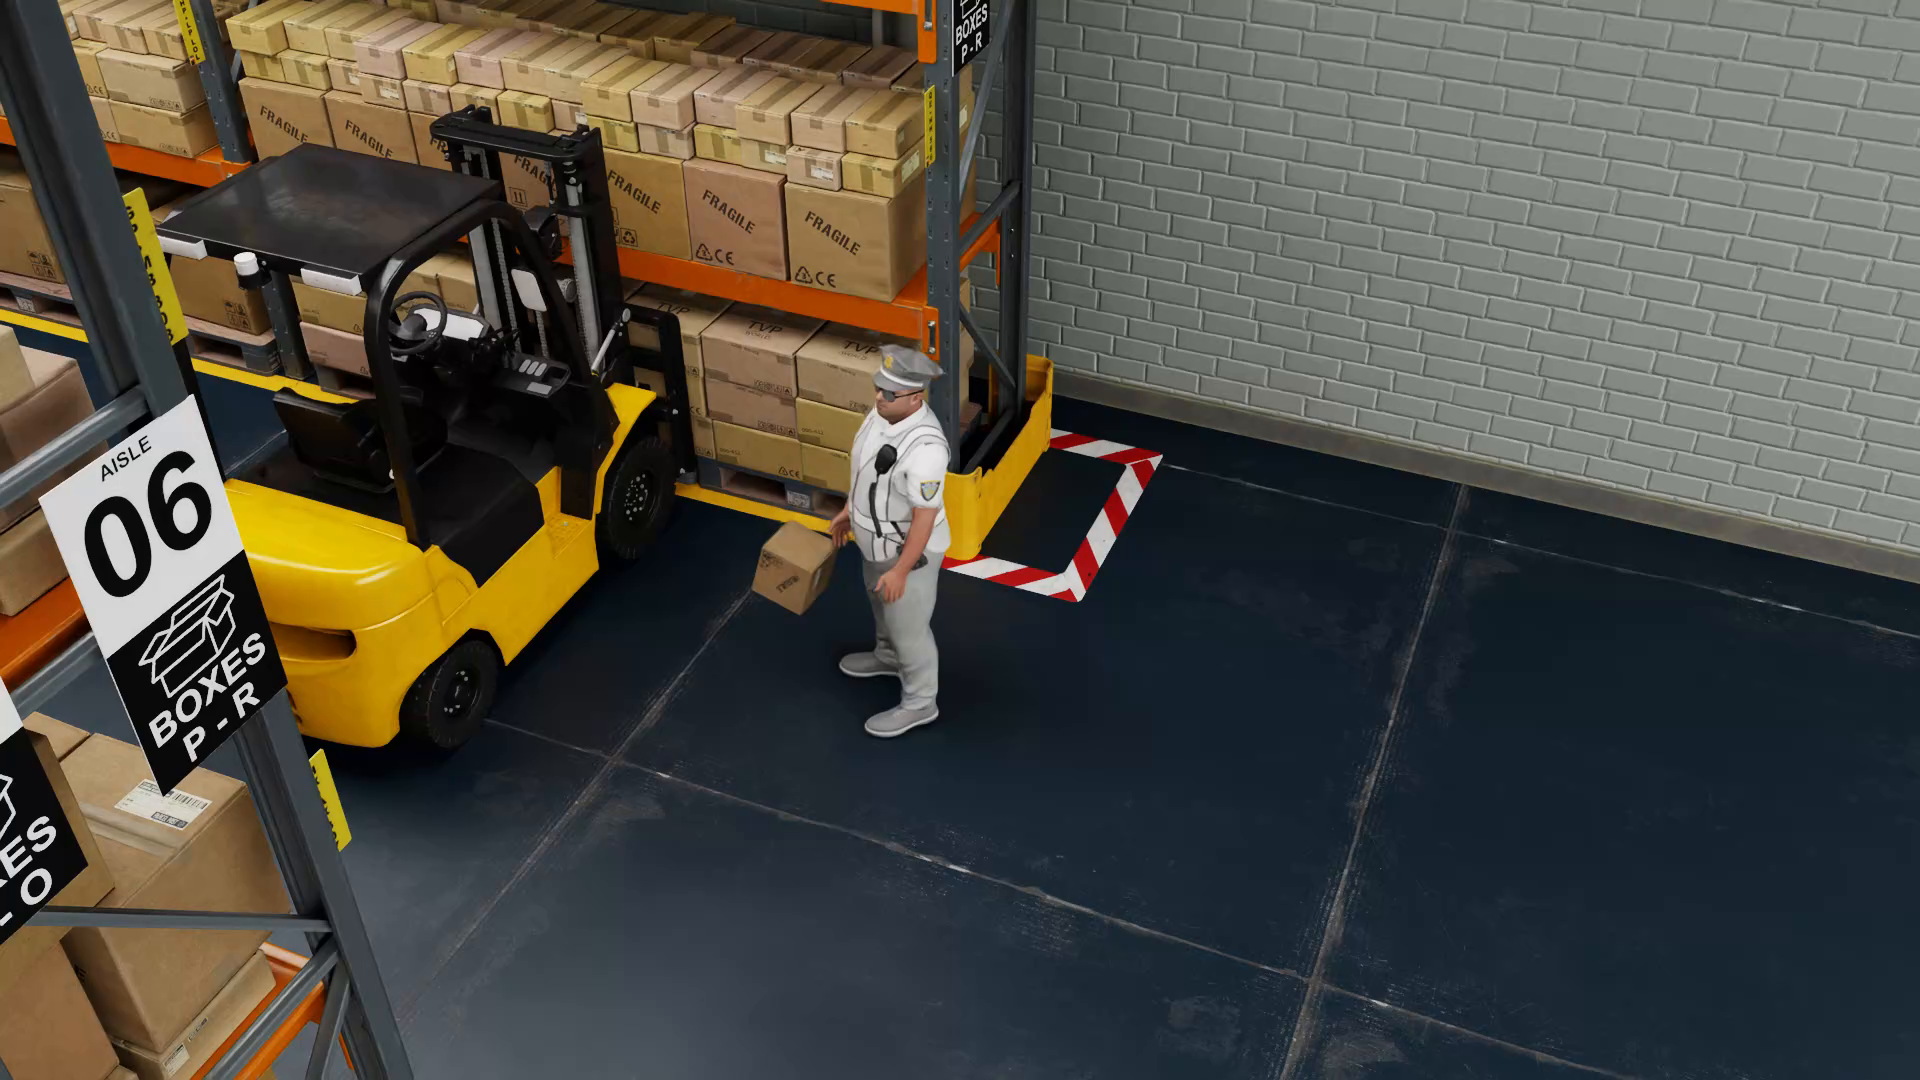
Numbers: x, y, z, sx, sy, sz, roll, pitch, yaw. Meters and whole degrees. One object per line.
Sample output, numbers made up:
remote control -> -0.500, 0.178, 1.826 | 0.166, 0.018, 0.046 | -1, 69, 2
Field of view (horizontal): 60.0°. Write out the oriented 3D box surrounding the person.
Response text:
person -> -0.288, -0.014, 6.785 | 0.427, 1.786, 0.611 | -13, 39, -17
